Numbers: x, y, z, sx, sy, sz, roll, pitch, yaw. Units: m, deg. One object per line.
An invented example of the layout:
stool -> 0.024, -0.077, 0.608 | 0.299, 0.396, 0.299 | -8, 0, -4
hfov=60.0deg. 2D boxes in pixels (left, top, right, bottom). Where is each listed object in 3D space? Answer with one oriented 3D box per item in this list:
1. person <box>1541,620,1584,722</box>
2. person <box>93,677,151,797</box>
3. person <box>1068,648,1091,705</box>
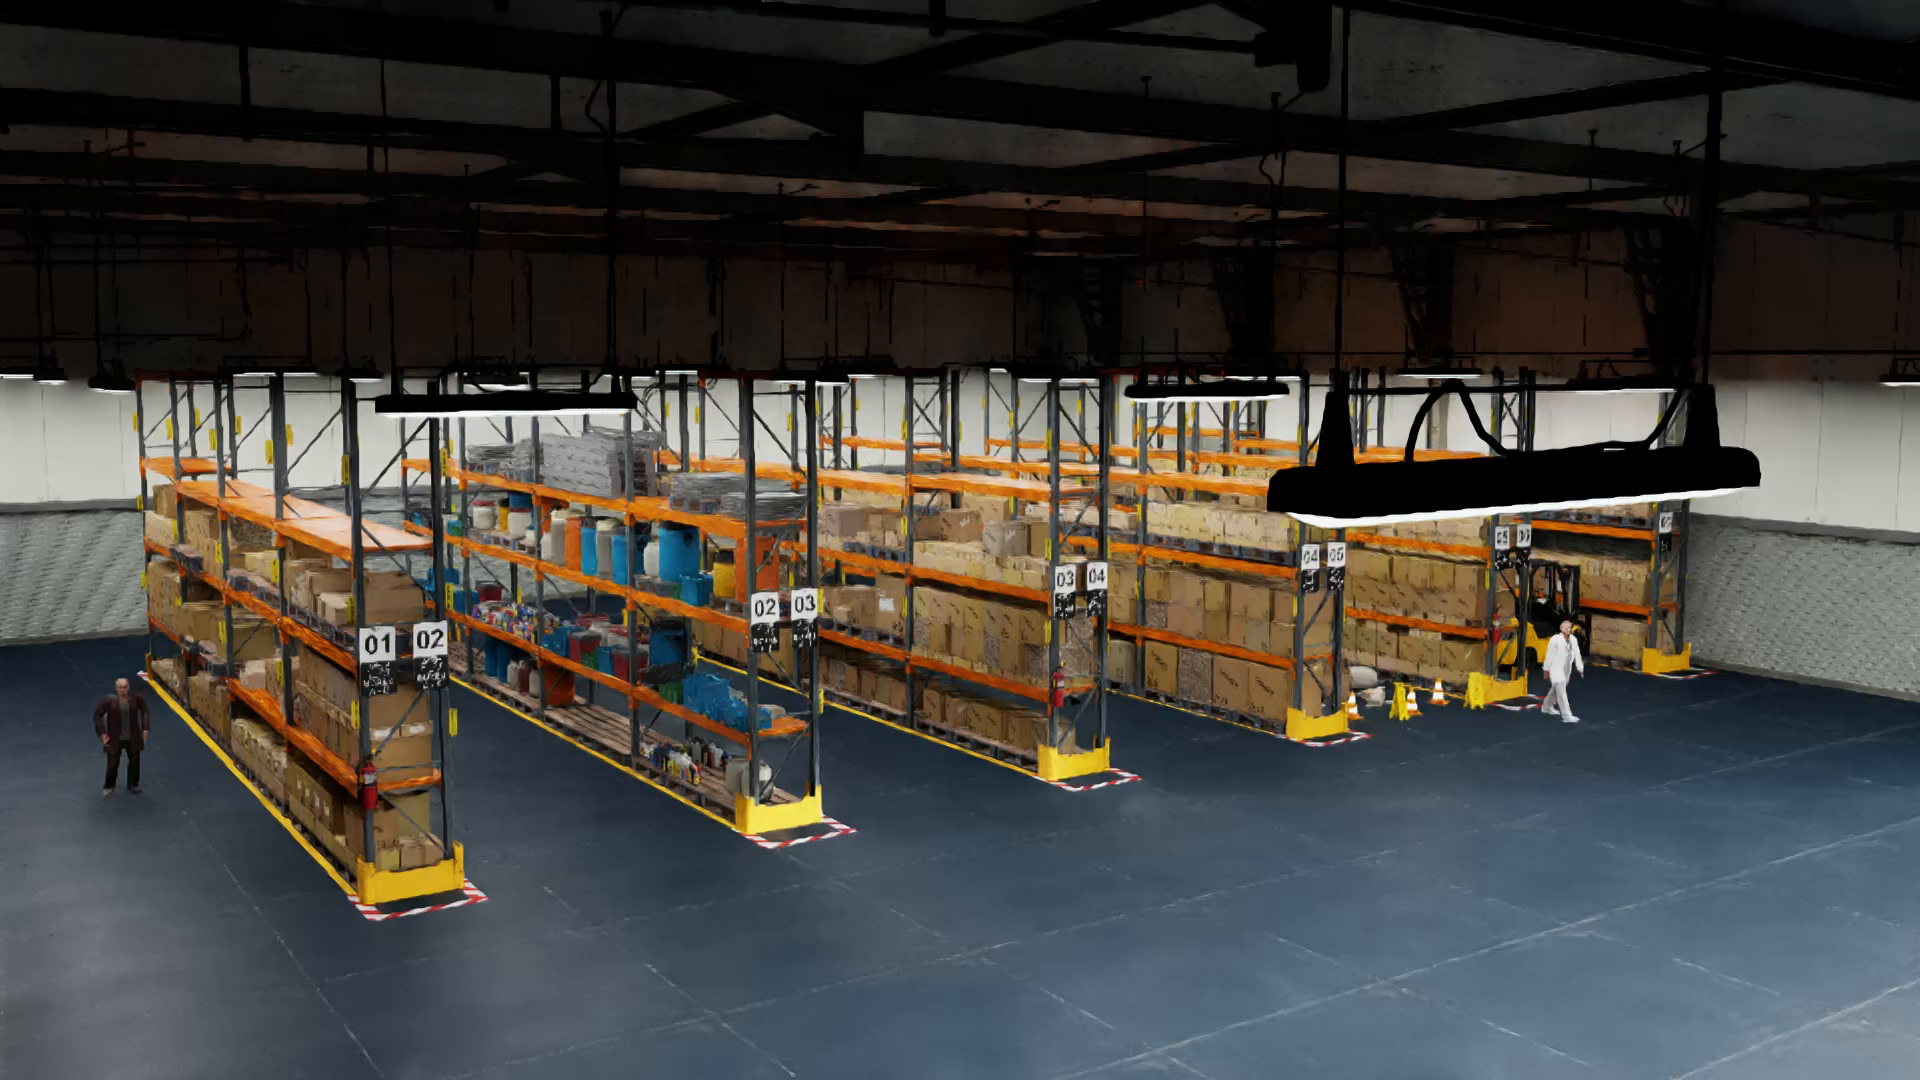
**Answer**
person -> 10.404, 2.232, 28.650 | 0.575, 1.714, 1.104 | -3, 7, -24
person -> -11.972, 2.798, 23.764 | 0.724, 1.733, 0.546 | -5, 8, -36
person -> 2.082, 2.102, 30.103 | 0.538, 1.664, 1.032 | -3, 7, -24
